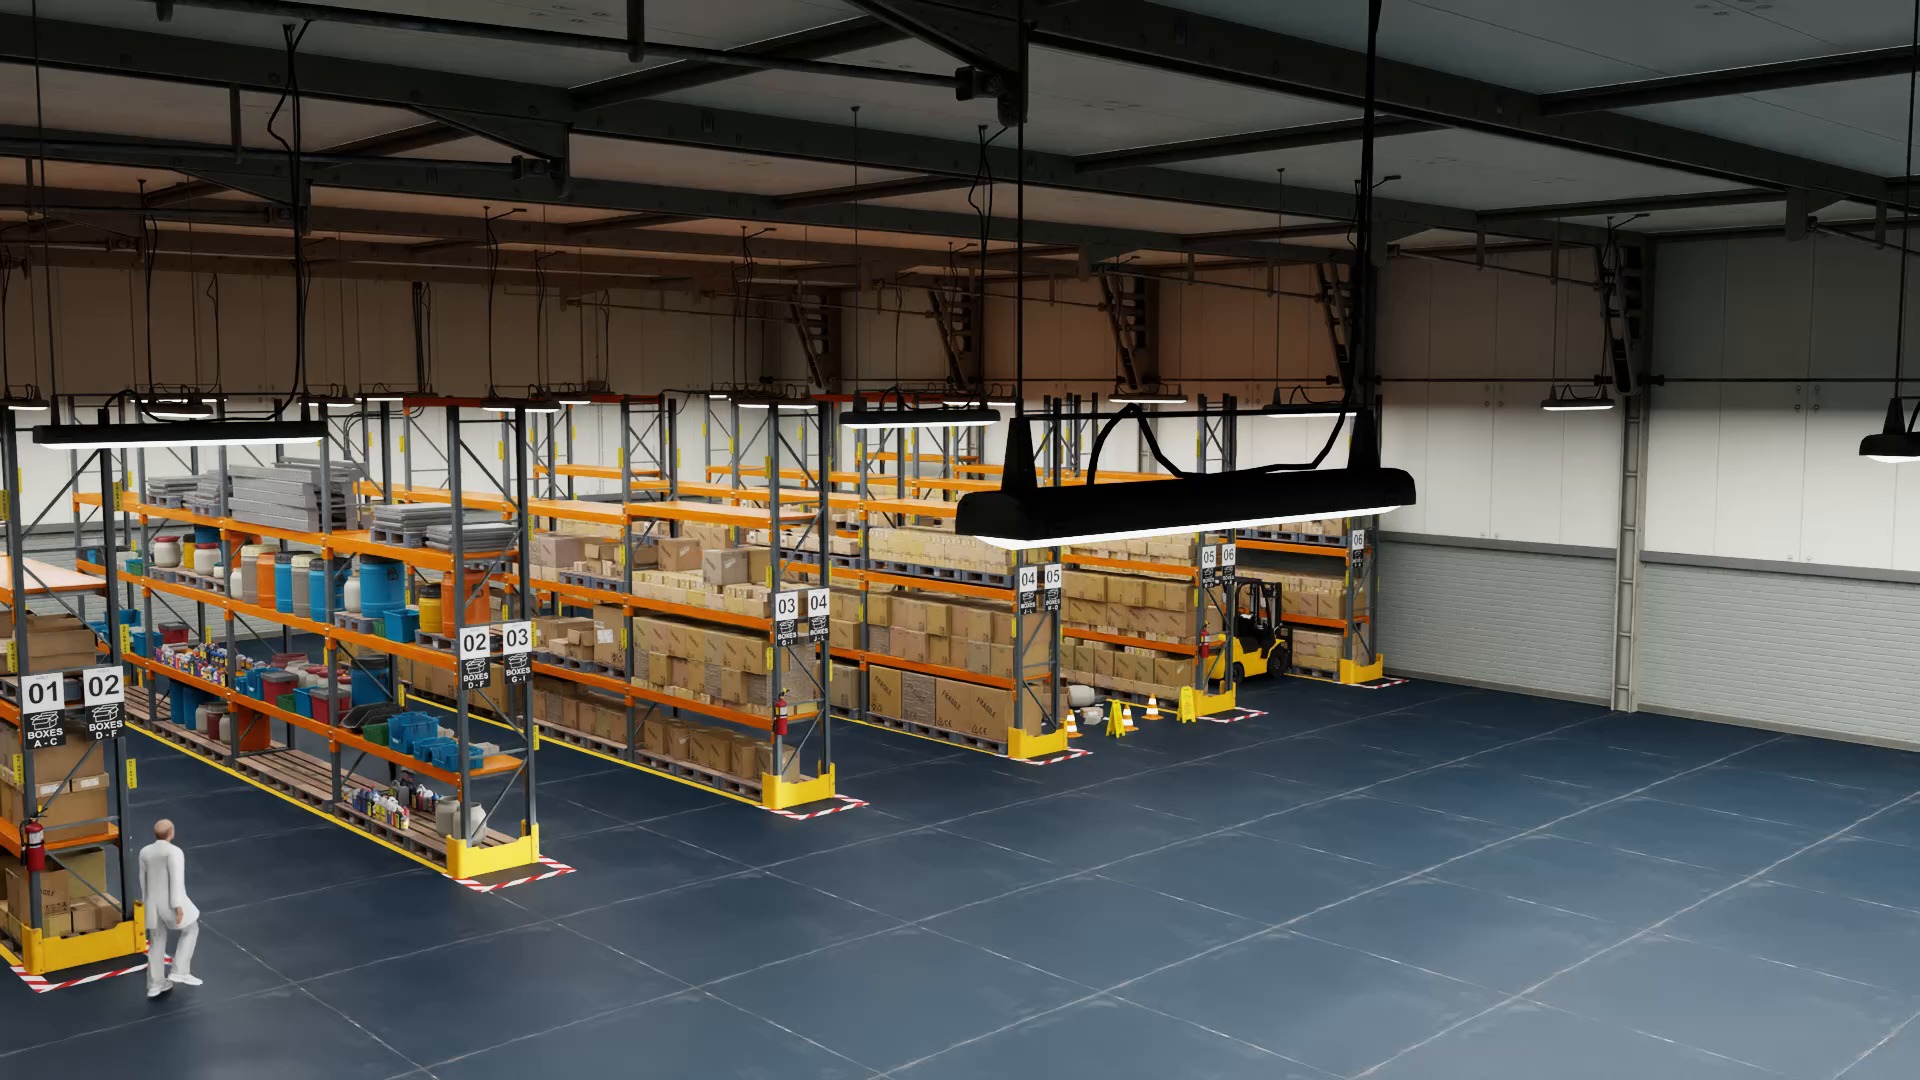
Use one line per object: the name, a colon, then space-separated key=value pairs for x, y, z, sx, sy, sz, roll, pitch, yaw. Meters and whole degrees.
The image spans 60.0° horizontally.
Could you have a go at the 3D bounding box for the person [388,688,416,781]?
person: x=-8.911 y=2.914 z=26.145 sx=0.616 sy=1.768 sz=0.553 roll=-3 pitch=6 yaw=-24

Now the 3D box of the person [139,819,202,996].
person: x=-8.232 y=3.786 z=17.176 sx=0.595 sy=1.784 sz=0.590 roll=1 pitch=6 yaw=9

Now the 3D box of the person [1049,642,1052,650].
person: x=1.889 y=1.836 z=37.173 sx=0.510 sy=1.440 sz=0.744 roll=-5 pitch=7 yaw=-39
